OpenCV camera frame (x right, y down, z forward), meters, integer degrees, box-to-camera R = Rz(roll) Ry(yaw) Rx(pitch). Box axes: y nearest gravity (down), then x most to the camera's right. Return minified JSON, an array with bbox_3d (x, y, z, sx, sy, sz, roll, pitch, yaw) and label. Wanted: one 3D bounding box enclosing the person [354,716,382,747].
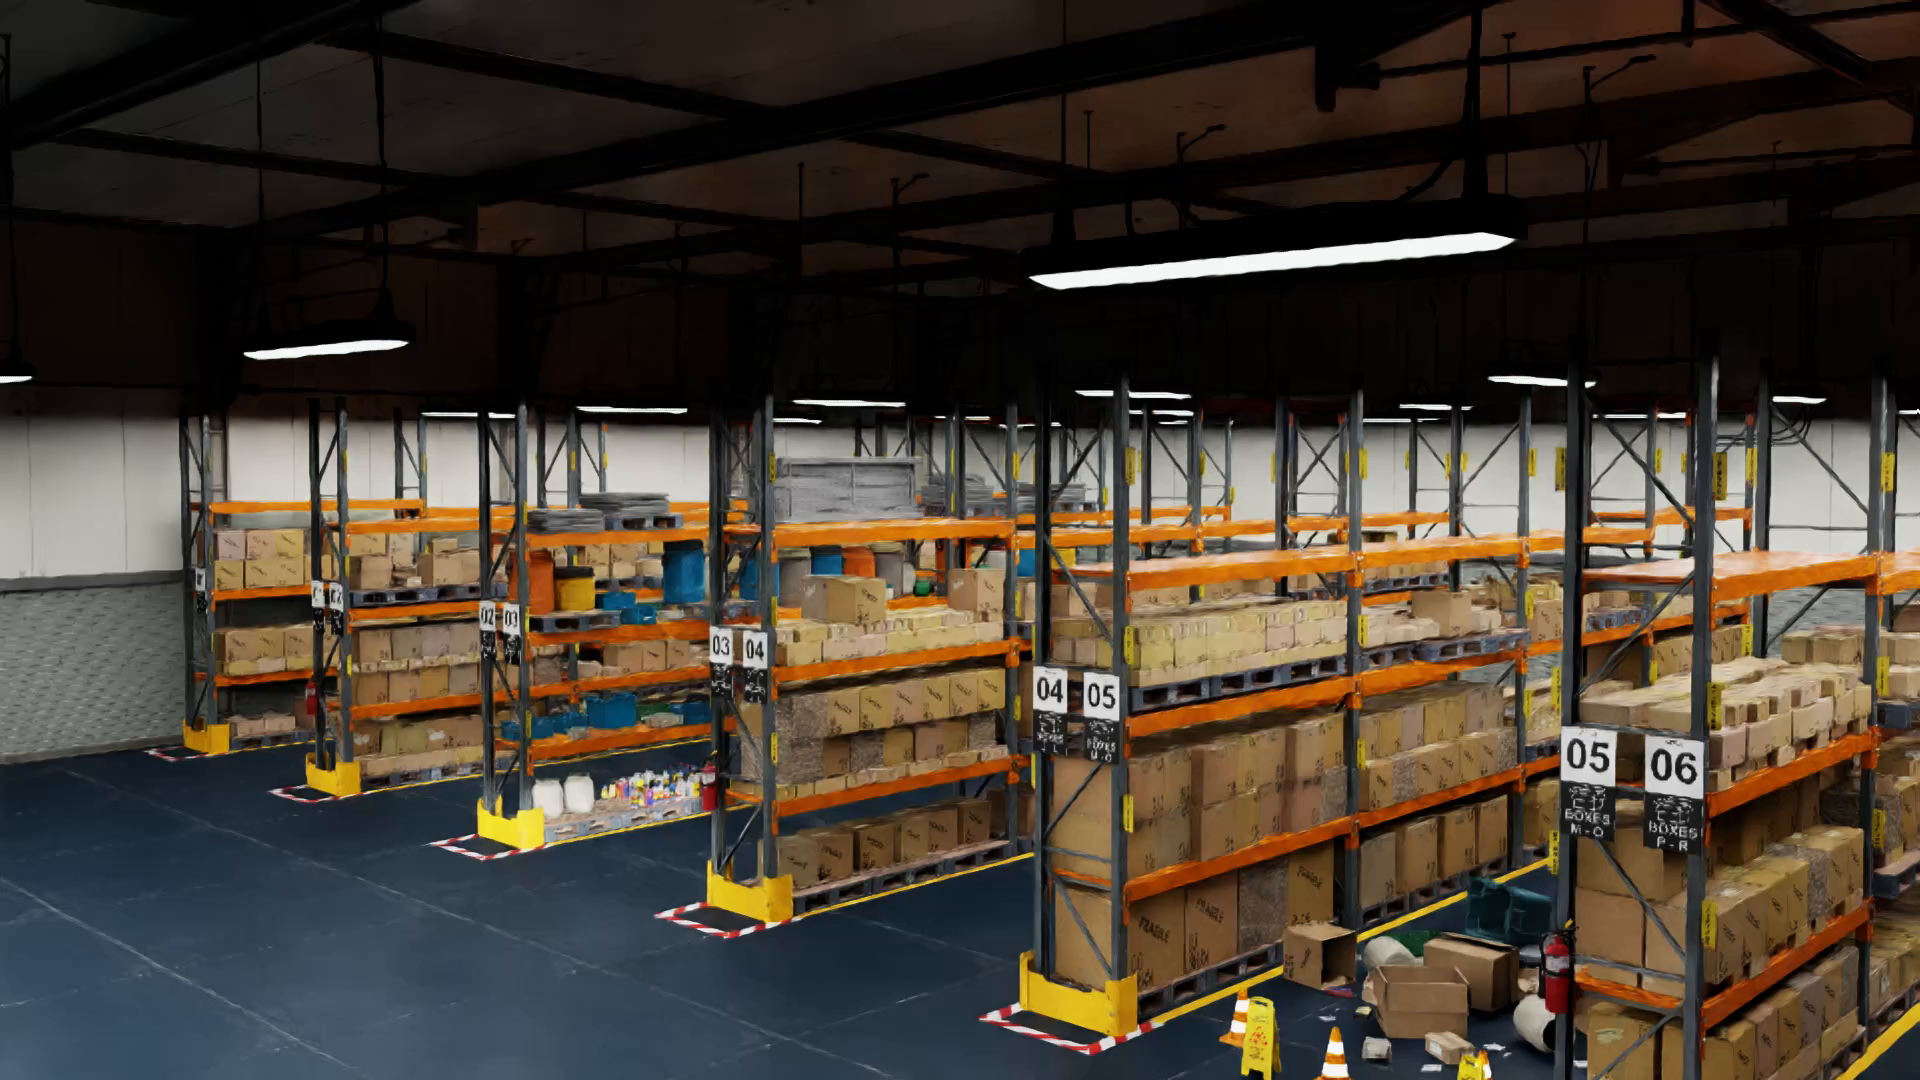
[{"bbox_3d":[-10.204,2.745,28.616,0.475,1.789,0.635,1,3,15],"label":"person"}]
